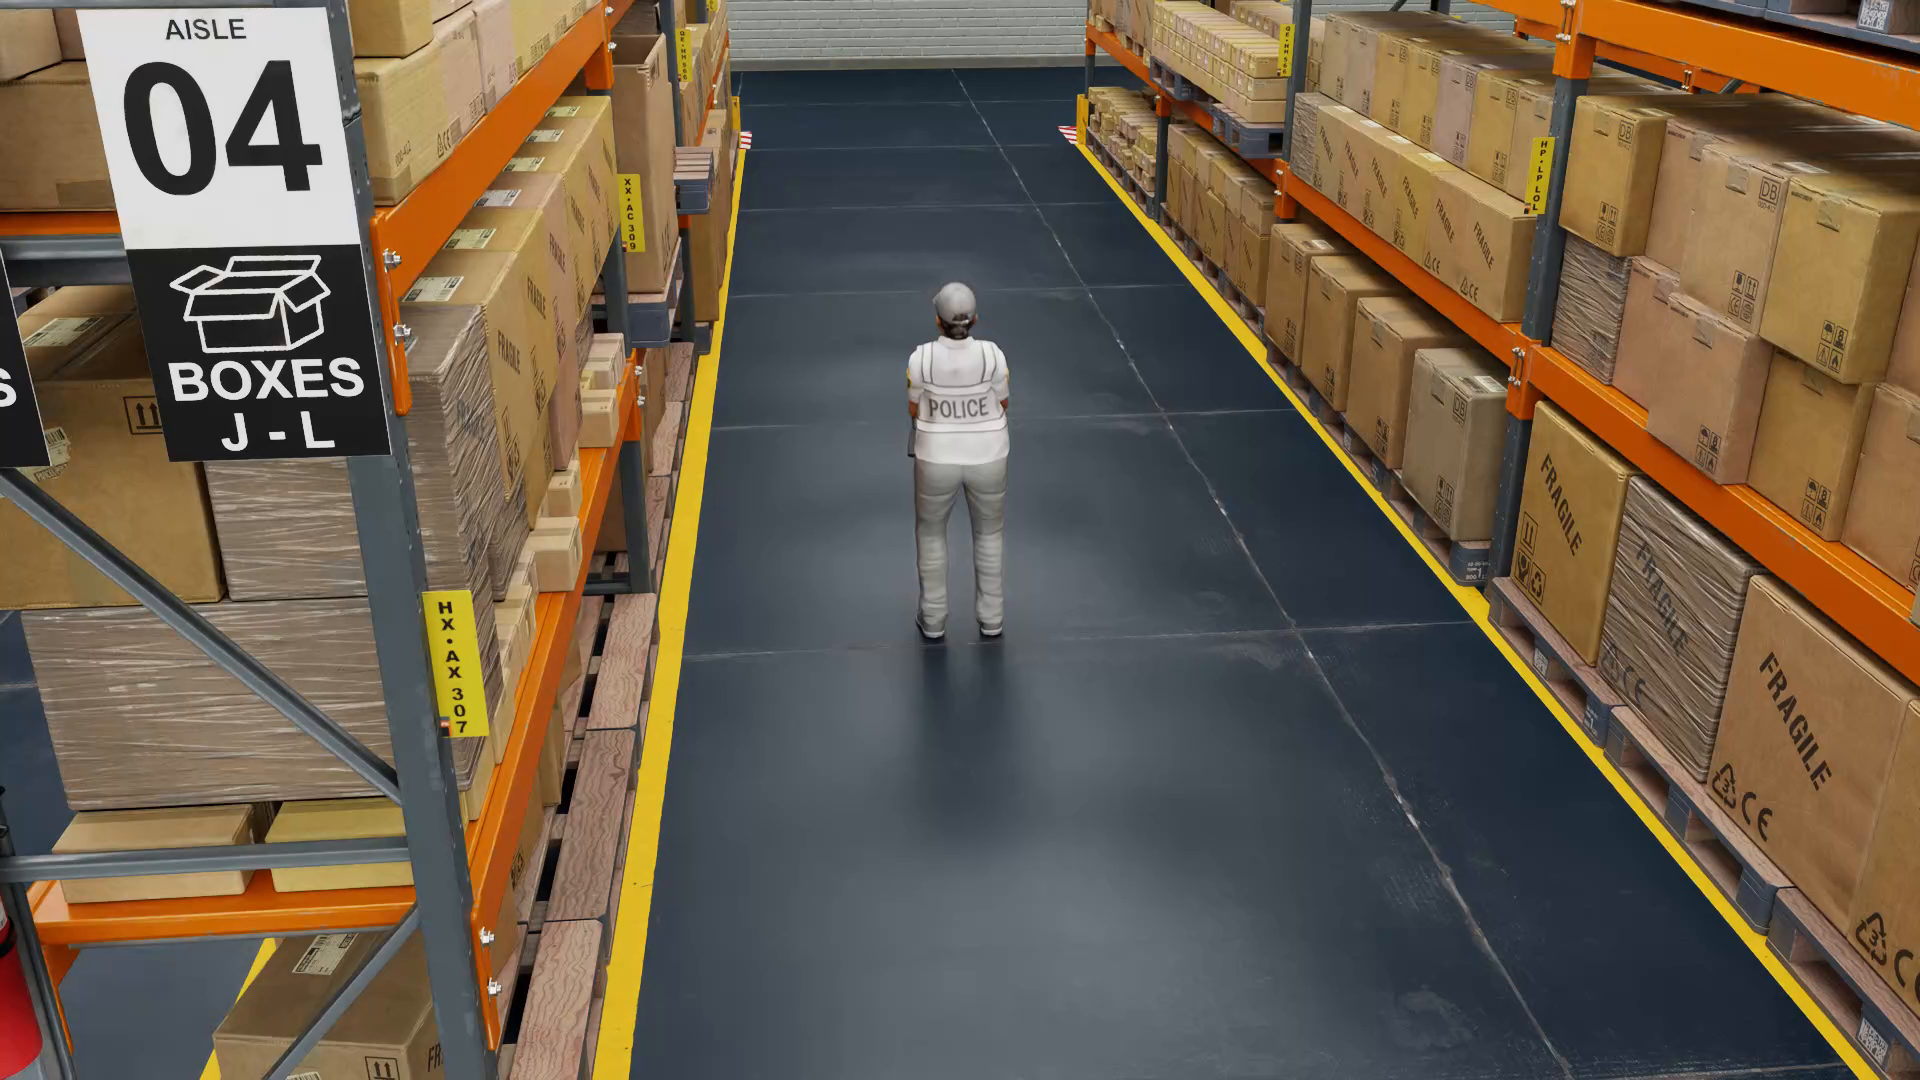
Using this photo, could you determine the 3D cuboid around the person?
[{"bbox_3d":[-0.013,-0.374,7.456,0.452,1.654,0.535,-2,24,-4],"label":"person"}]
